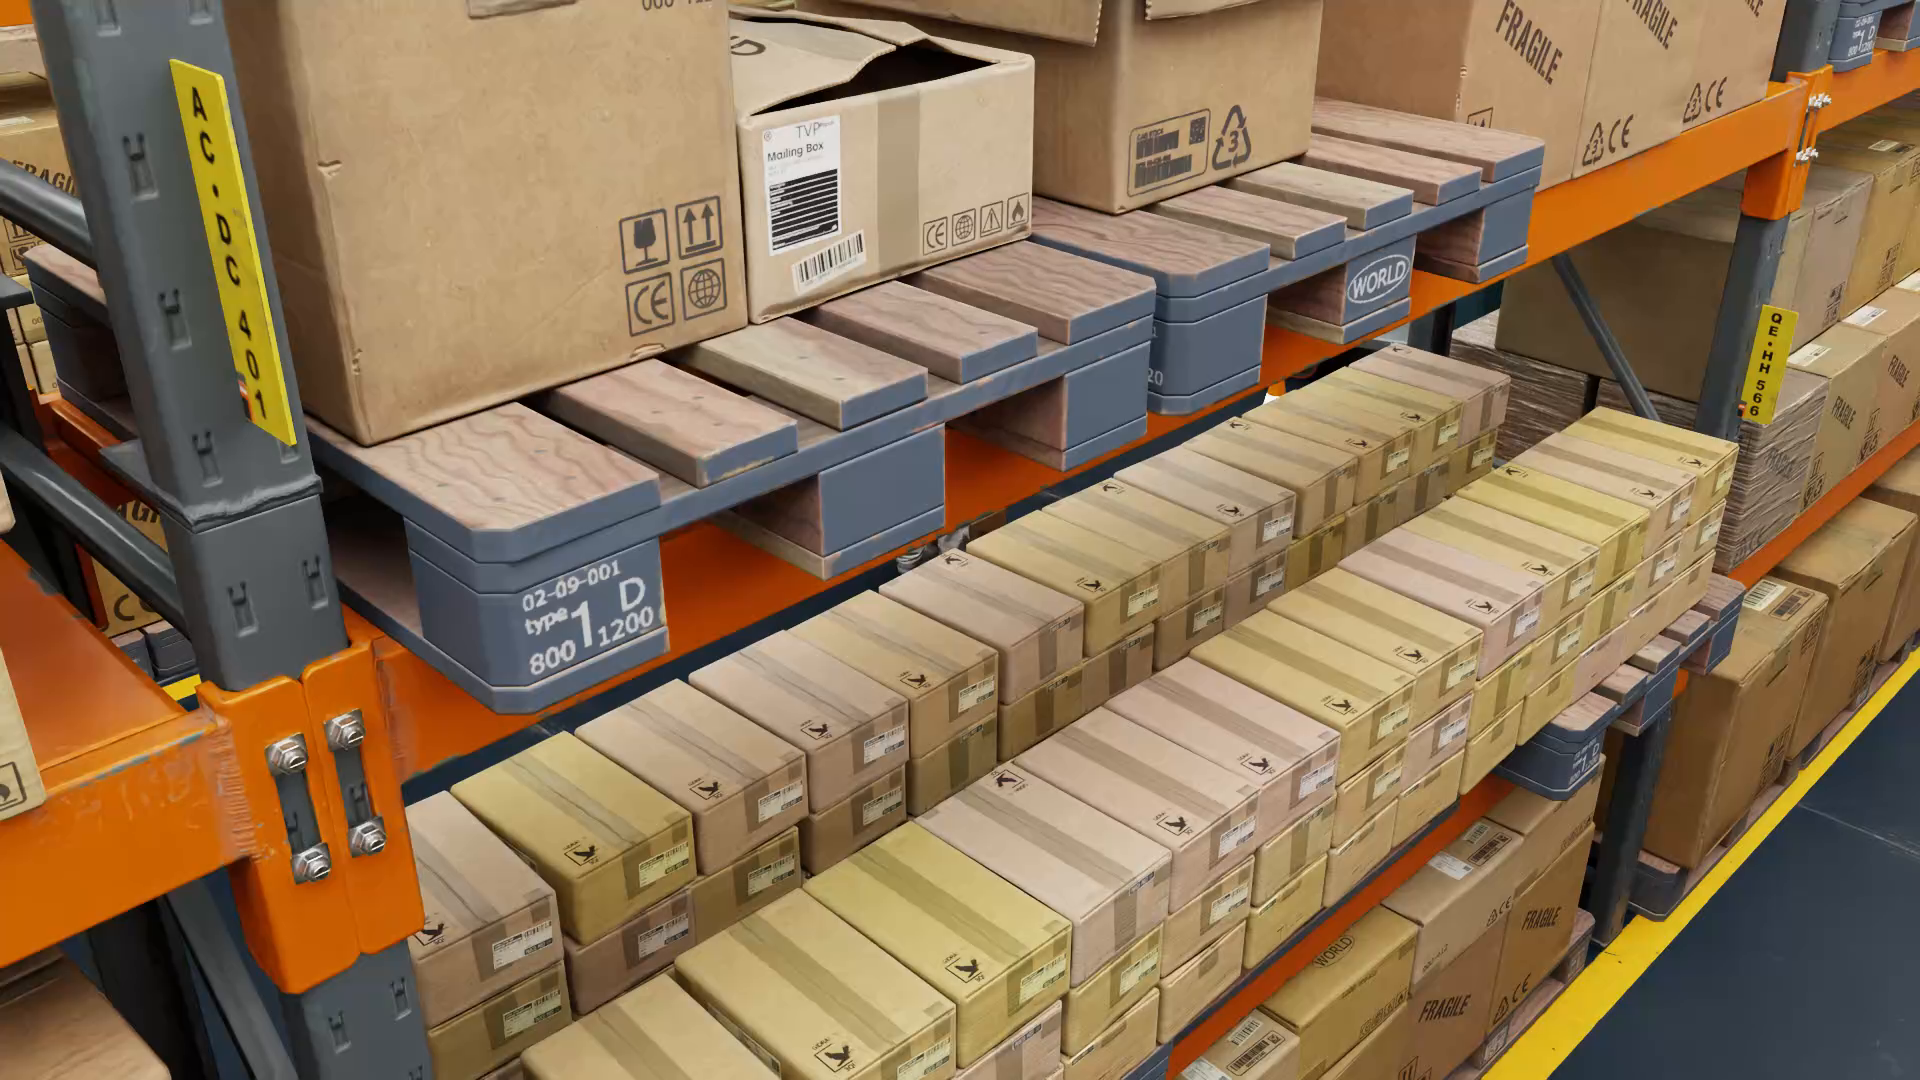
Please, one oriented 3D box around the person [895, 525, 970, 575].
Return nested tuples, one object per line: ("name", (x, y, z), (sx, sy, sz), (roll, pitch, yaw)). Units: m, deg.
("person", (-0.120, -0.640, 7.333), (0.631, 1.776, 0.443), (22, 35, 36))
